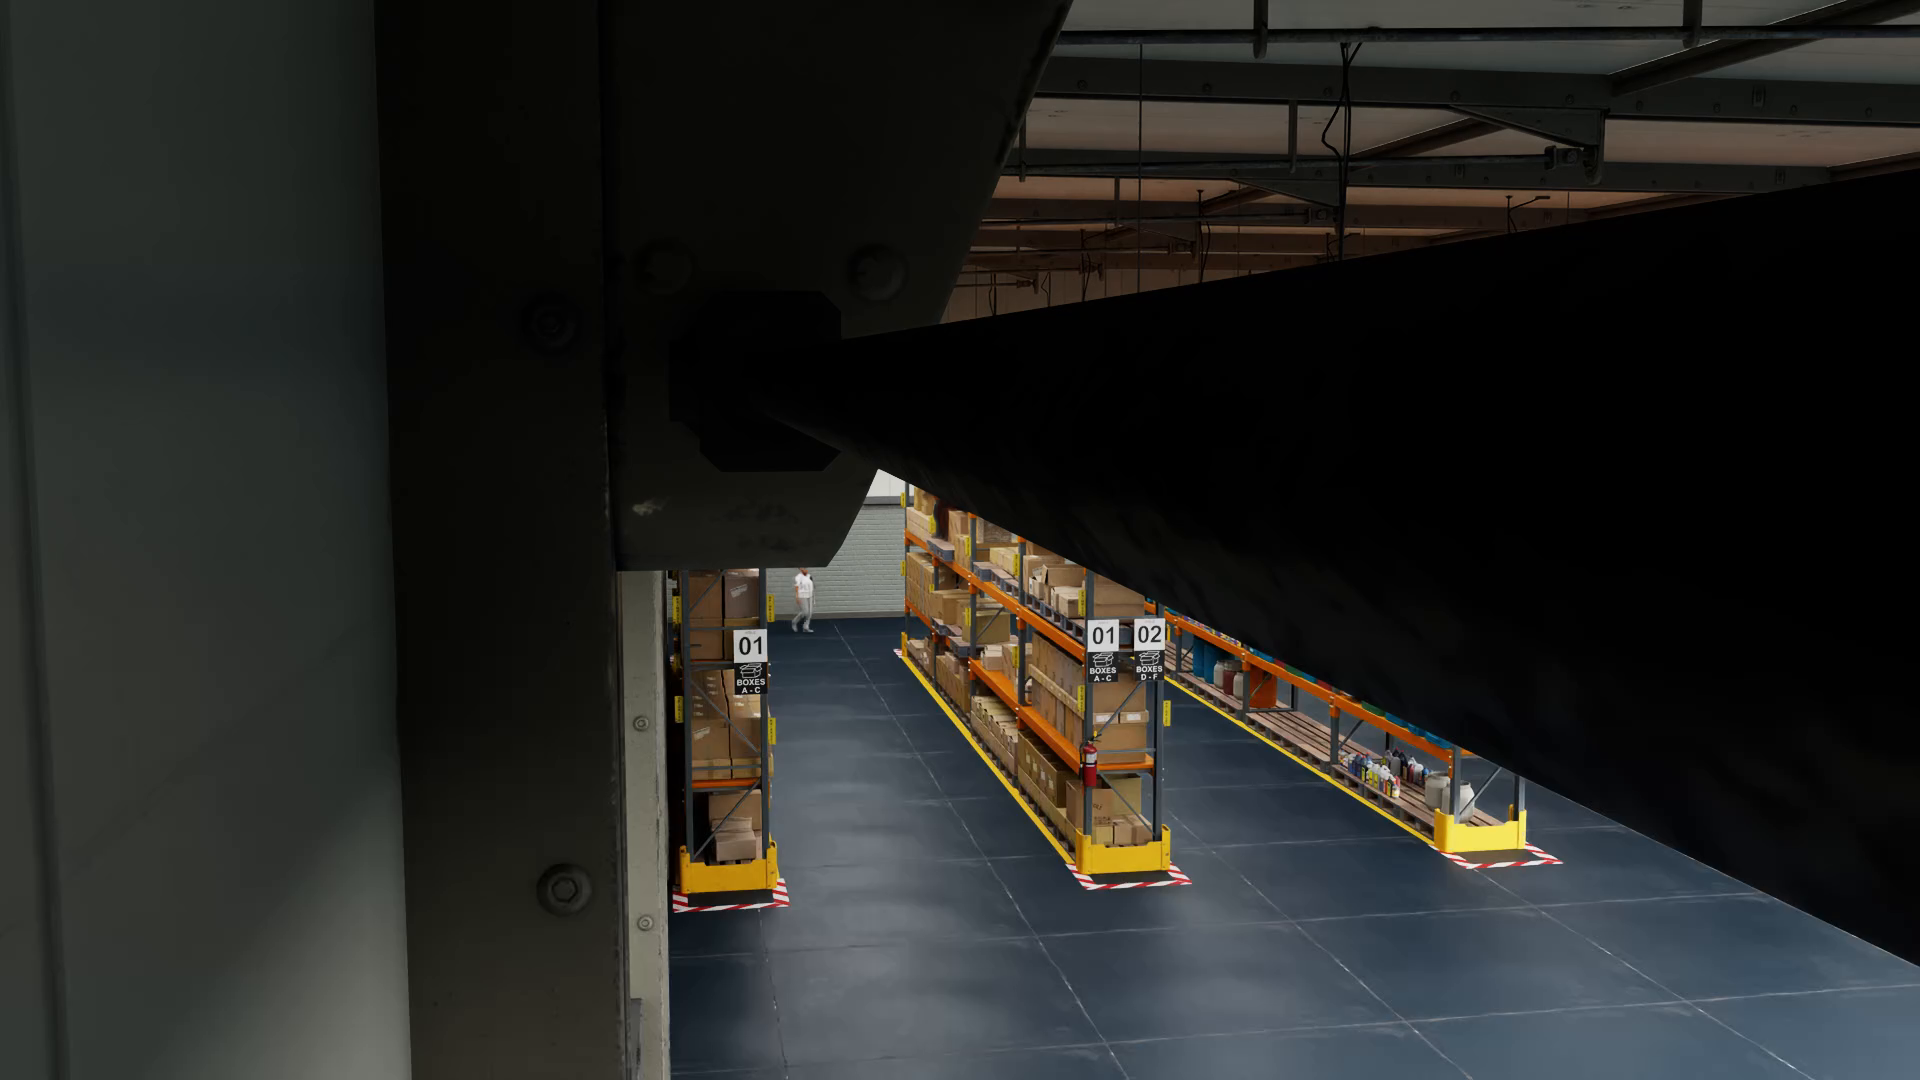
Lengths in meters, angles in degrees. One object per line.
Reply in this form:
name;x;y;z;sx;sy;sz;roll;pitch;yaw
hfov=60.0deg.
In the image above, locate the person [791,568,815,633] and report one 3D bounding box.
person;-3.720;1.381;39.629;0.505;1.657;0.516;3;7;28
